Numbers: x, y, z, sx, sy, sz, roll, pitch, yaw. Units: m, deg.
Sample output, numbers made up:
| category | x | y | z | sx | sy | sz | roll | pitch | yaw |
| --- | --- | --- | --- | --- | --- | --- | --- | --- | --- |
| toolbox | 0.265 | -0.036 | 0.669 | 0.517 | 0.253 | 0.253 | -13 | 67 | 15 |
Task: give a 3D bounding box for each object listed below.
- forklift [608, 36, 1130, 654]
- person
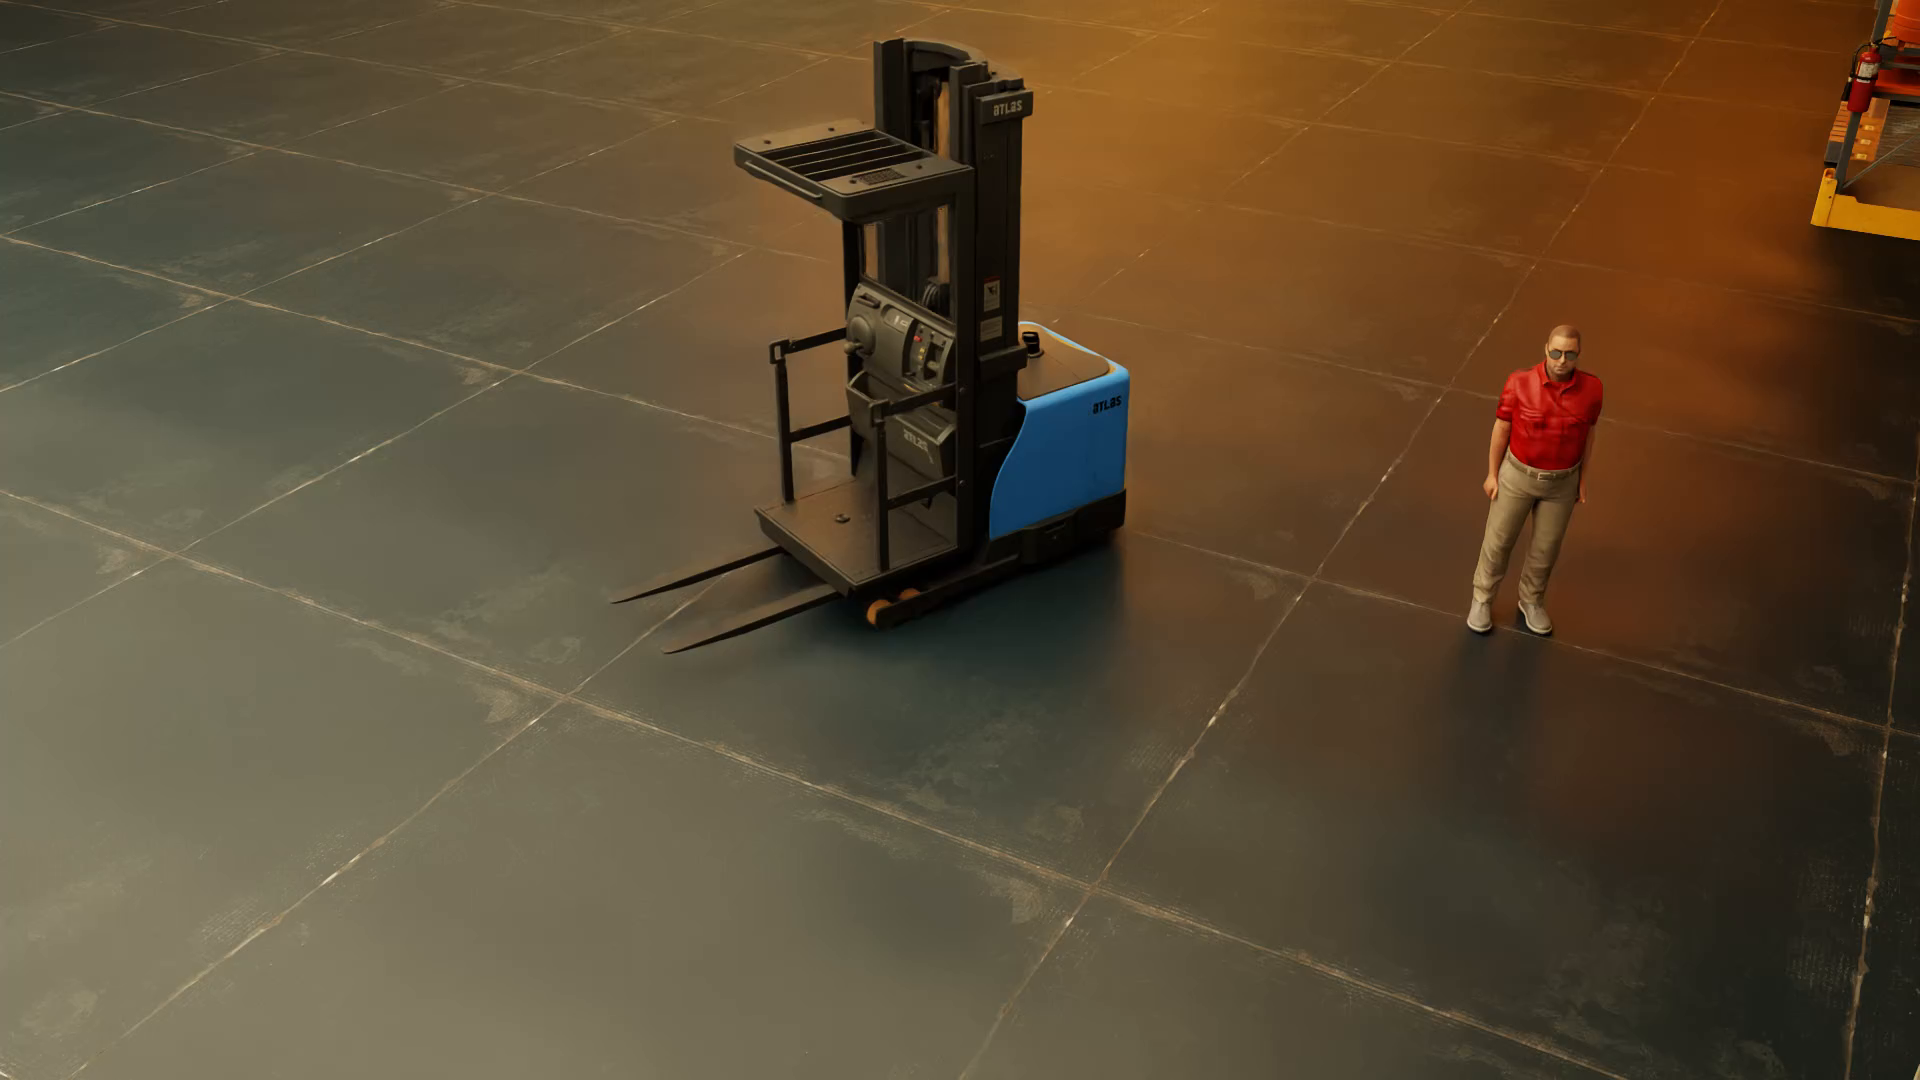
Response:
| category | x | y | z | sx | sy | sz | roll | pitch | yaw |
| --- | --- | --- | --- | --- | --- | --- | --- | --- | --- |
| forklift | -0.495 | -1.075 | 8.933 | 3.031 | 2.935 | 1.130 | -20 | 36 | -31 |
| person | 3.064 | -0.311 | 8.814 | 0.532 | 1.730 | 0.369 | 3 | 30 | 5 |
